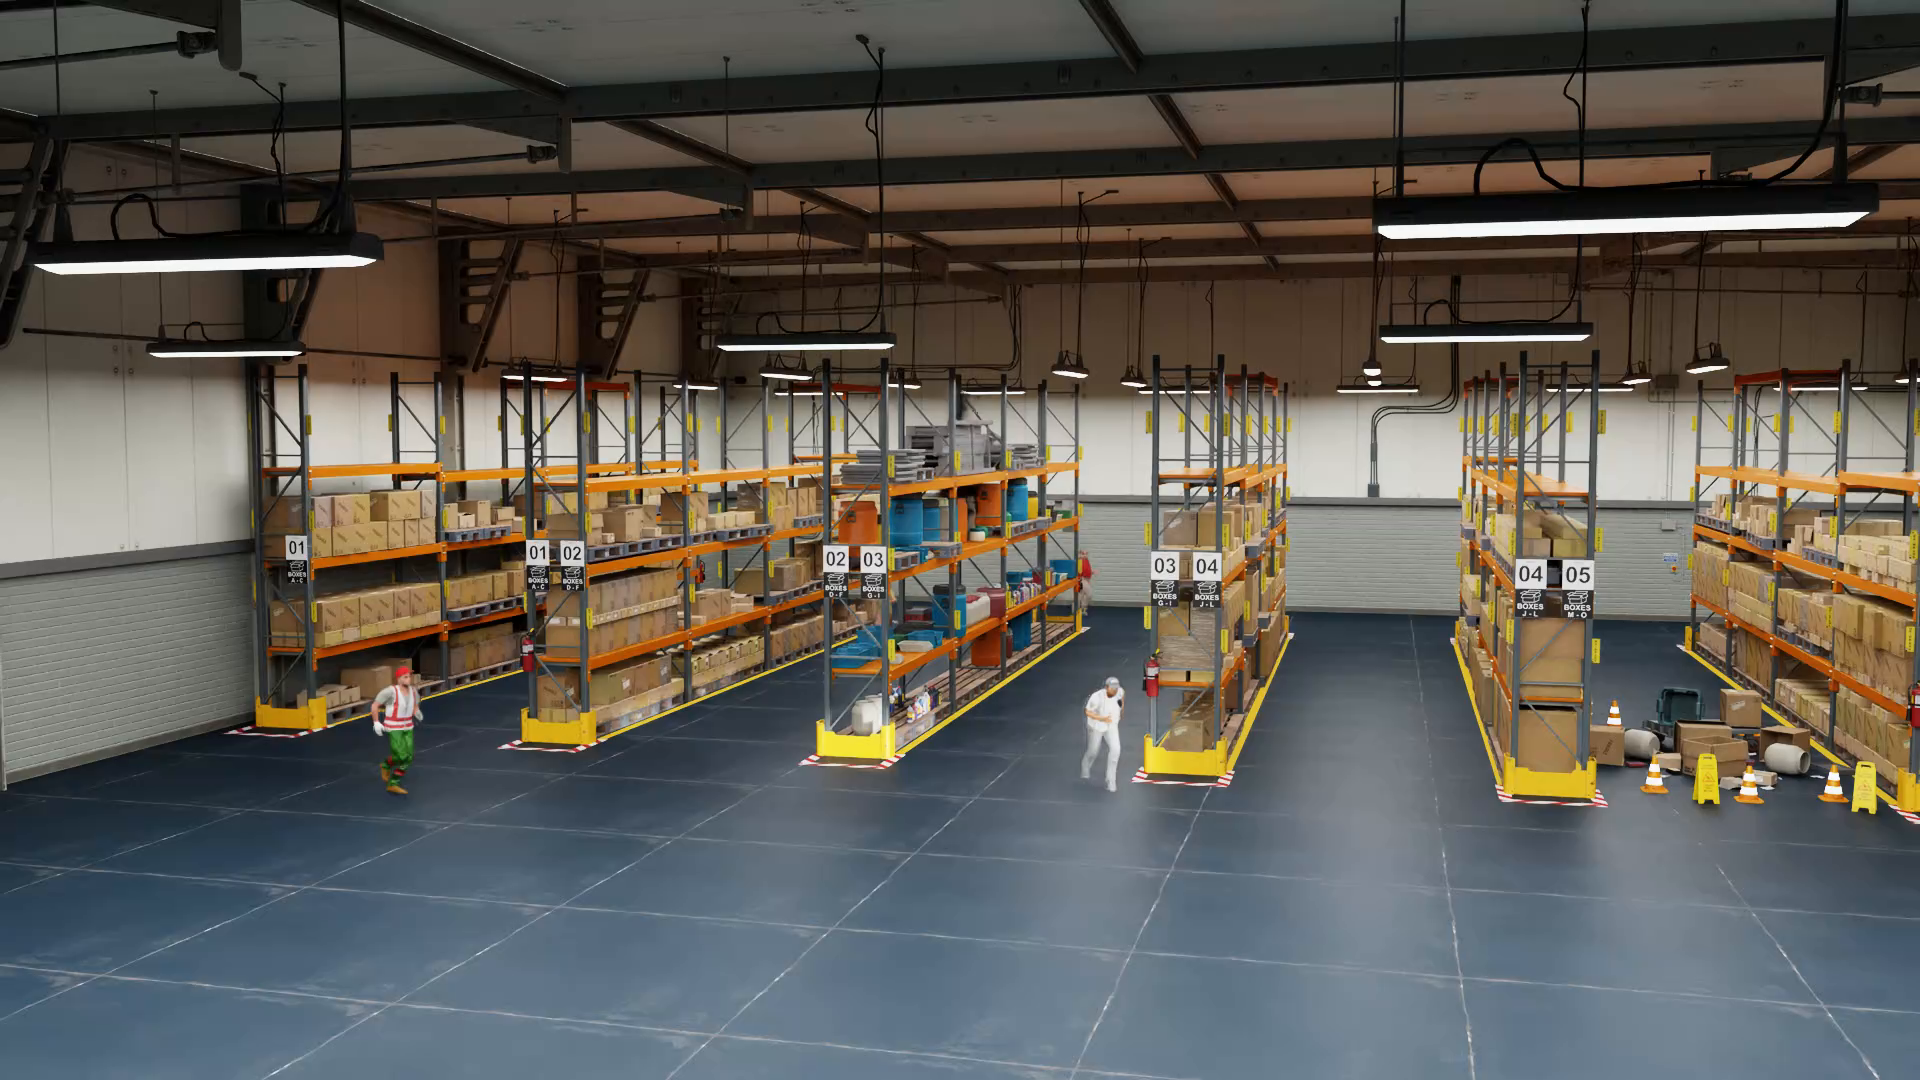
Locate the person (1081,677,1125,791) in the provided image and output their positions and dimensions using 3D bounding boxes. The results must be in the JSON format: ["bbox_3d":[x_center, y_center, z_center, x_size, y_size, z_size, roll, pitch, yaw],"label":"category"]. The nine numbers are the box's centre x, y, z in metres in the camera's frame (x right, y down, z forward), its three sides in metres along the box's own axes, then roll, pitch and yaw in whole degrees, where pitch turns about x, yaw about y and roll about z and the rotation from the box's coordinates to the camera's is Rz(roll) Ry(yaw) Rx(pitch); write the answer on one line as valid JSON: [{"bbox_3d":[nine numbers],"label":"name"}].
[{"bbox_3d":[1.977,2.656,23.079,0.649,1.621,1.024,-2,4,-21],"label":"person"}]

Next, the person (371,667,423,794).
[{"bbox_3d":[-7.595,2.582,22.588,0.637,1.732,0.660,3,5,35],"label":"person"}]

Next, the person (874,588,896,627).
[{"bbox_3d":[-1.573,1.586,34.850,0.575,1.701,0.909,1,4,10],"label":"person"}]

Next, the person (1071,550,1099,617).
[{"bbox_3d":[3.267,1.147,43.744,0.764,1.784,0.634,2,4,26],"label":"person"}]
